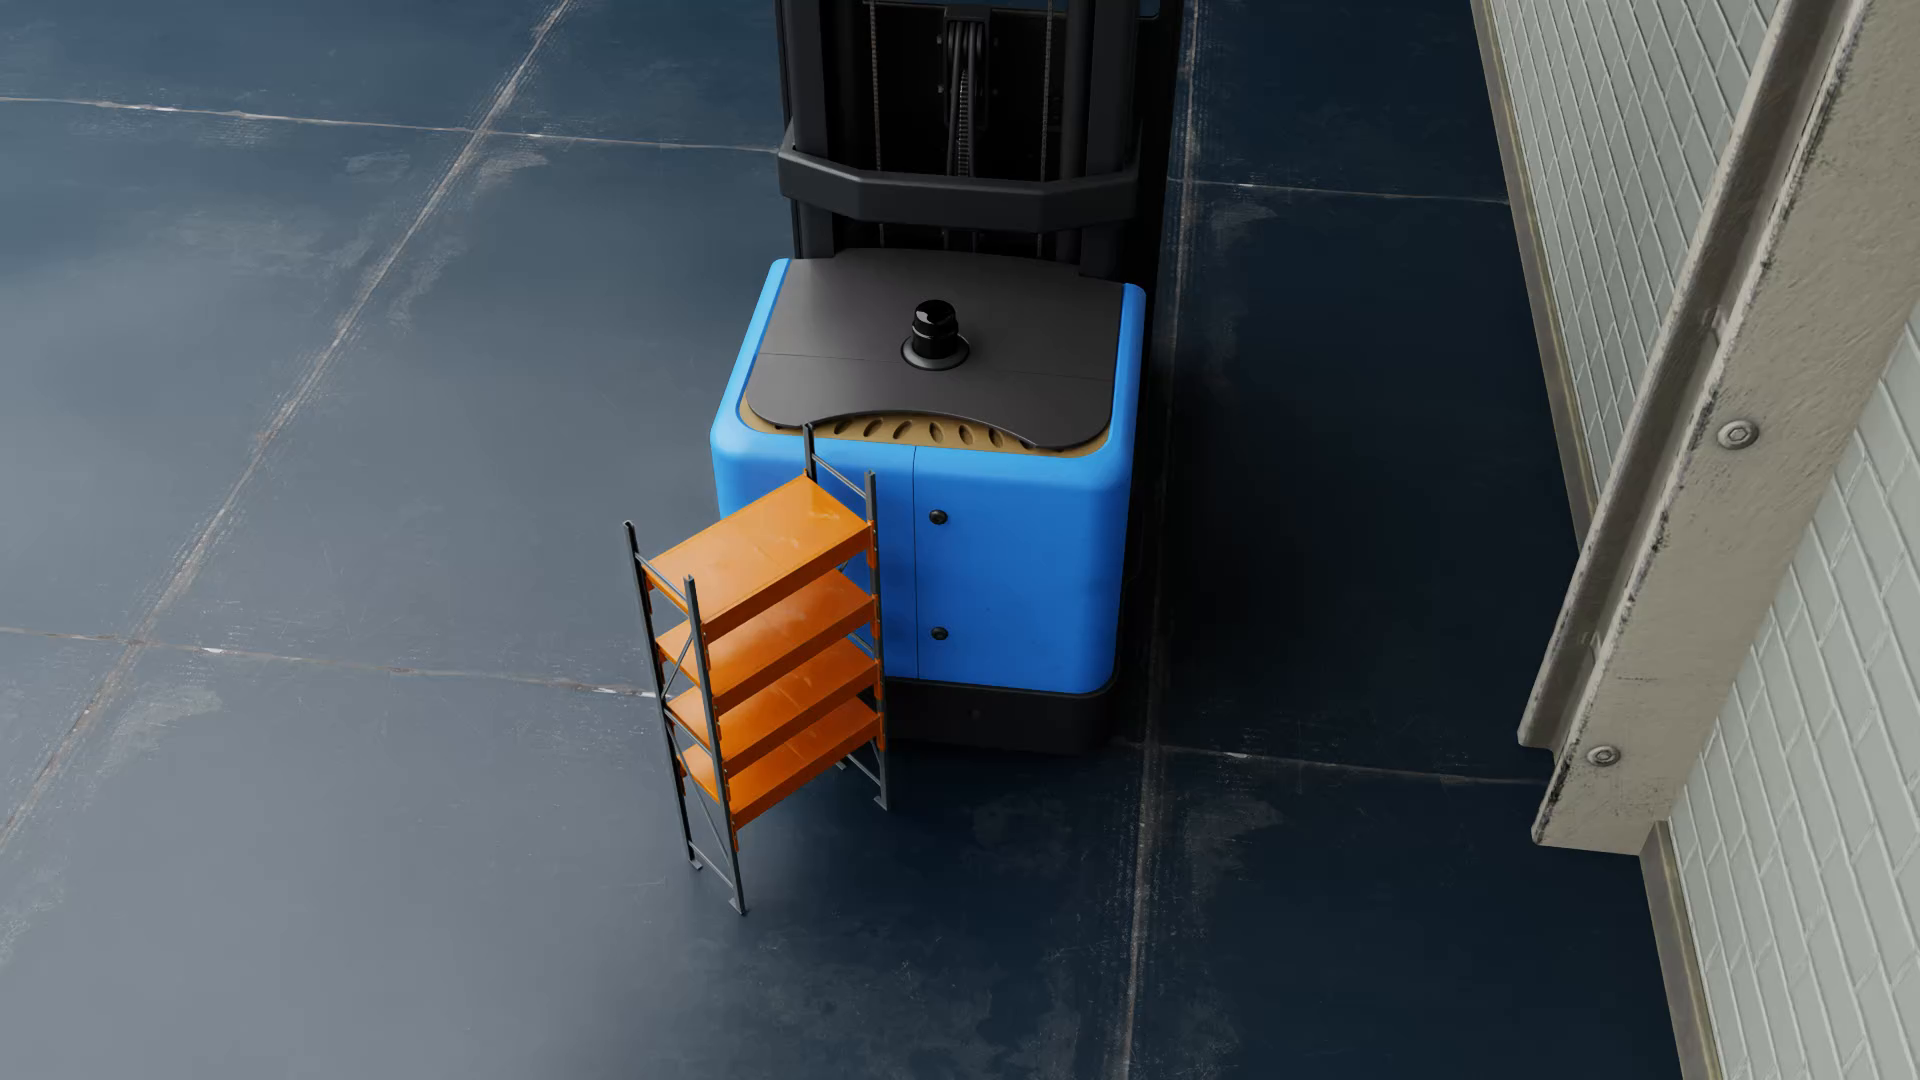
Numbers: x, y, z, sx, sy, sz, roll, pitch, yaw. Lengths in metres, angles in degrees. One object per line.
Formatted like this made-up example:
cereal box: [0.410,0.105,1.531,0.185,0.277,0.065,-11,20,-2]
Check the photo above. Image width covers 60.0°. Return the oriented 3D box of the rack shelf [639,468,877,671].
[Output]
rack shelf: [-0.453,0.058,3.744,0.480,0.148,0.258,-32,52,-29]

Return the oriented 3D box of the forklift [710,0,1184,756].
forklift: [0.079,-1.494,4.696,1.130,2.935,3.031,5,44,5]

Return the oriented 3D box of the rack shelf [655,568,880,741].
rack shelf: [-0.453,0.230,3.907,0.480,0.148,0.258,-32,52,-29]

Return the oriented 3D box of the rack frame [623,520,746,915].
rack frame: [-0.633,0.457,3.895,0.015,1.200,0.240,-32,52,-29]

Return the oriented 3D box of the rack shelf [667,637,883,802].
rack shelf: [-0.453,0.393,4.061,0.480,0.148,0.258,-32,52,-29]

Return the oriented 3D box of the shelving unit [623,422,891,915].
shelving unit: [-0.453,0.344,4.014,0.503,1.200,0.258,-32,52,-29]

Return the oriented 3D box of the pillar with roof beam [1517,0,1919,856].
pillar with roof beam: [-2.570,-2.976,1.848,9.100,9.000,0.400,5,44,6]

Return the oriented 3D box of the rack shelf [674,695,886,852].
rack shelf: [-0.453,0.537,4.197,0.480,0.148,0.258,-32,52,-29]

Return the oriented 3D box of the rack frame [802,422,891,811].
rack frame: [-0.272,0.231,4.134,0.015,1.200,0.240,-32,52,-29]
